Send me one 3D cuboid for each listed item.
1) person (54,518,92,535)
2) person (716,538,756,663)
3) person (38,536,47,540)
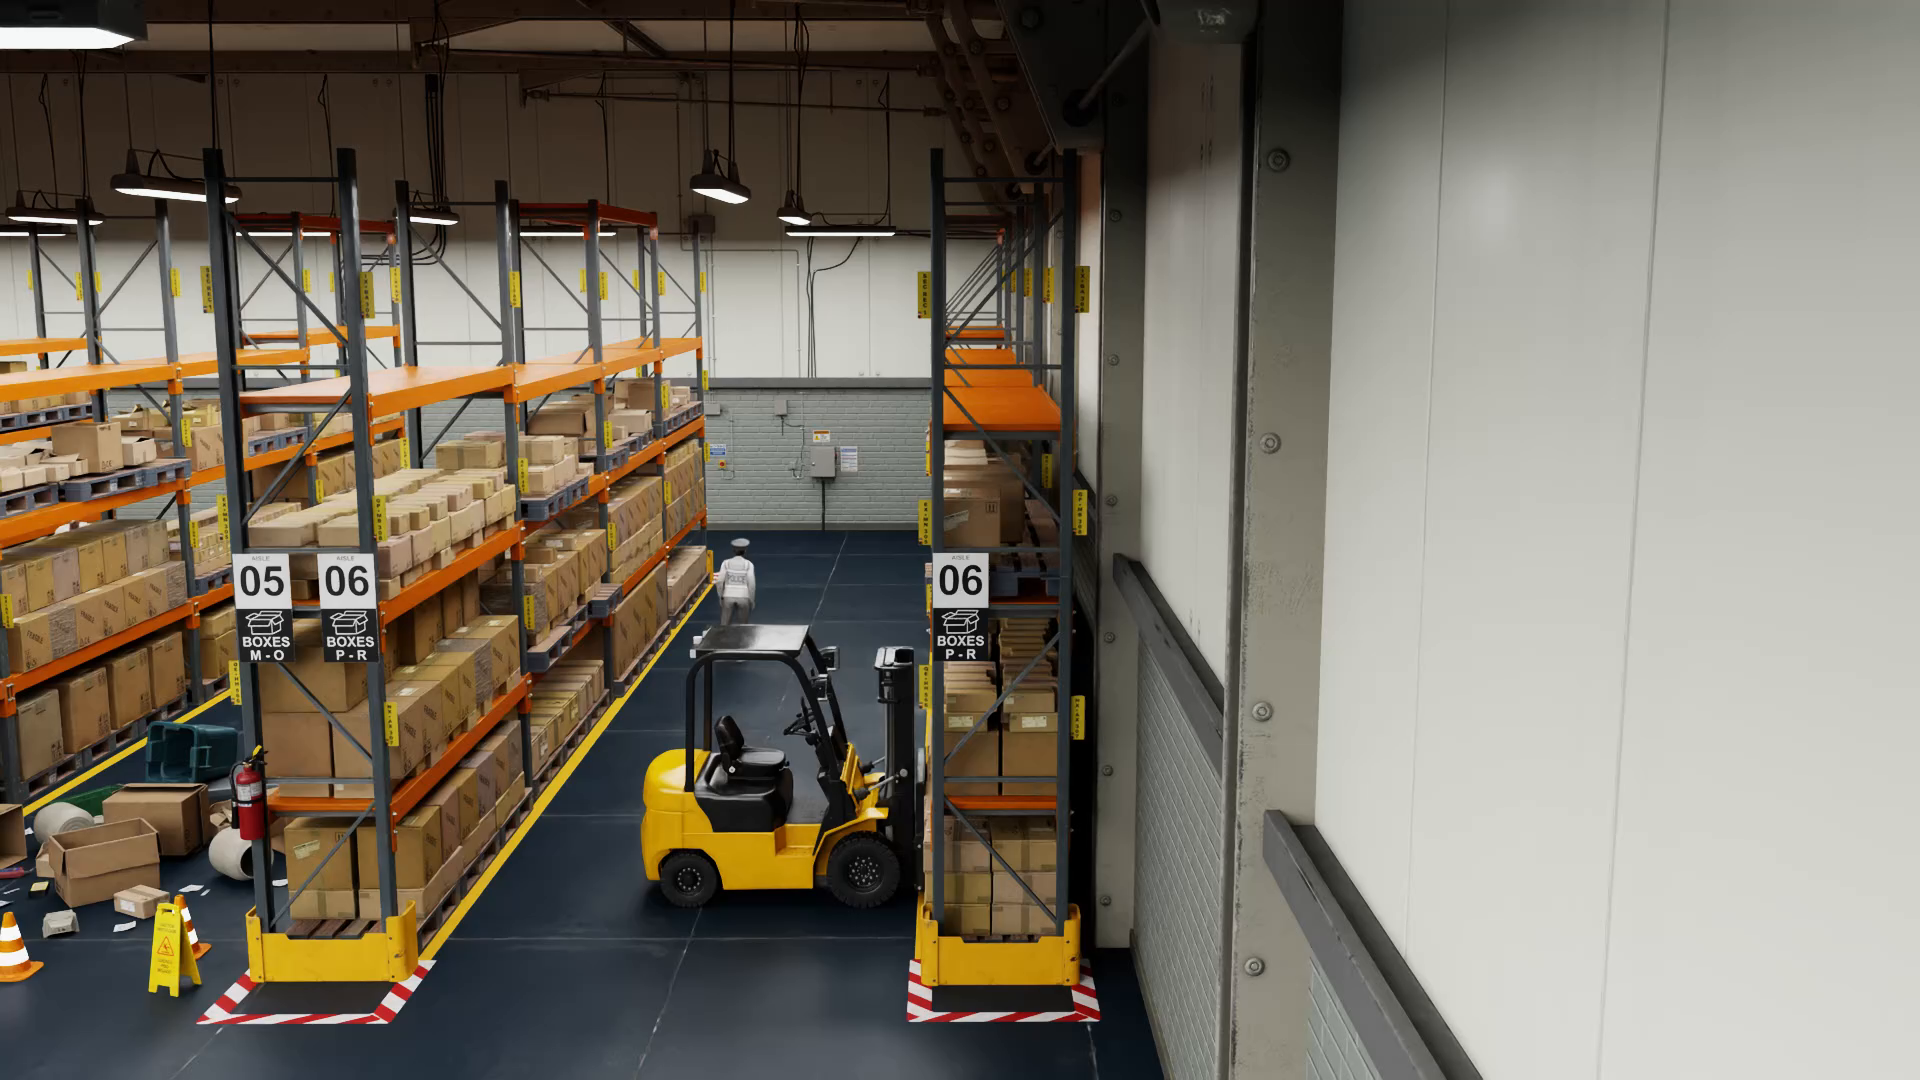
[{"bbox_3d":[-13.110,0.362,24.799,0.679,1.746,0.665,-2,9,-11],"label":"person"},{"bbox_3d":[-2.987,0.834,22.118,0.542,1.648,0.625,0,9,1],"label":"person"},{"bbox_3d":[-12.320,0.778,22.350,0.551,1.664,0.417,-1,9,-3],"label":"person"}]
